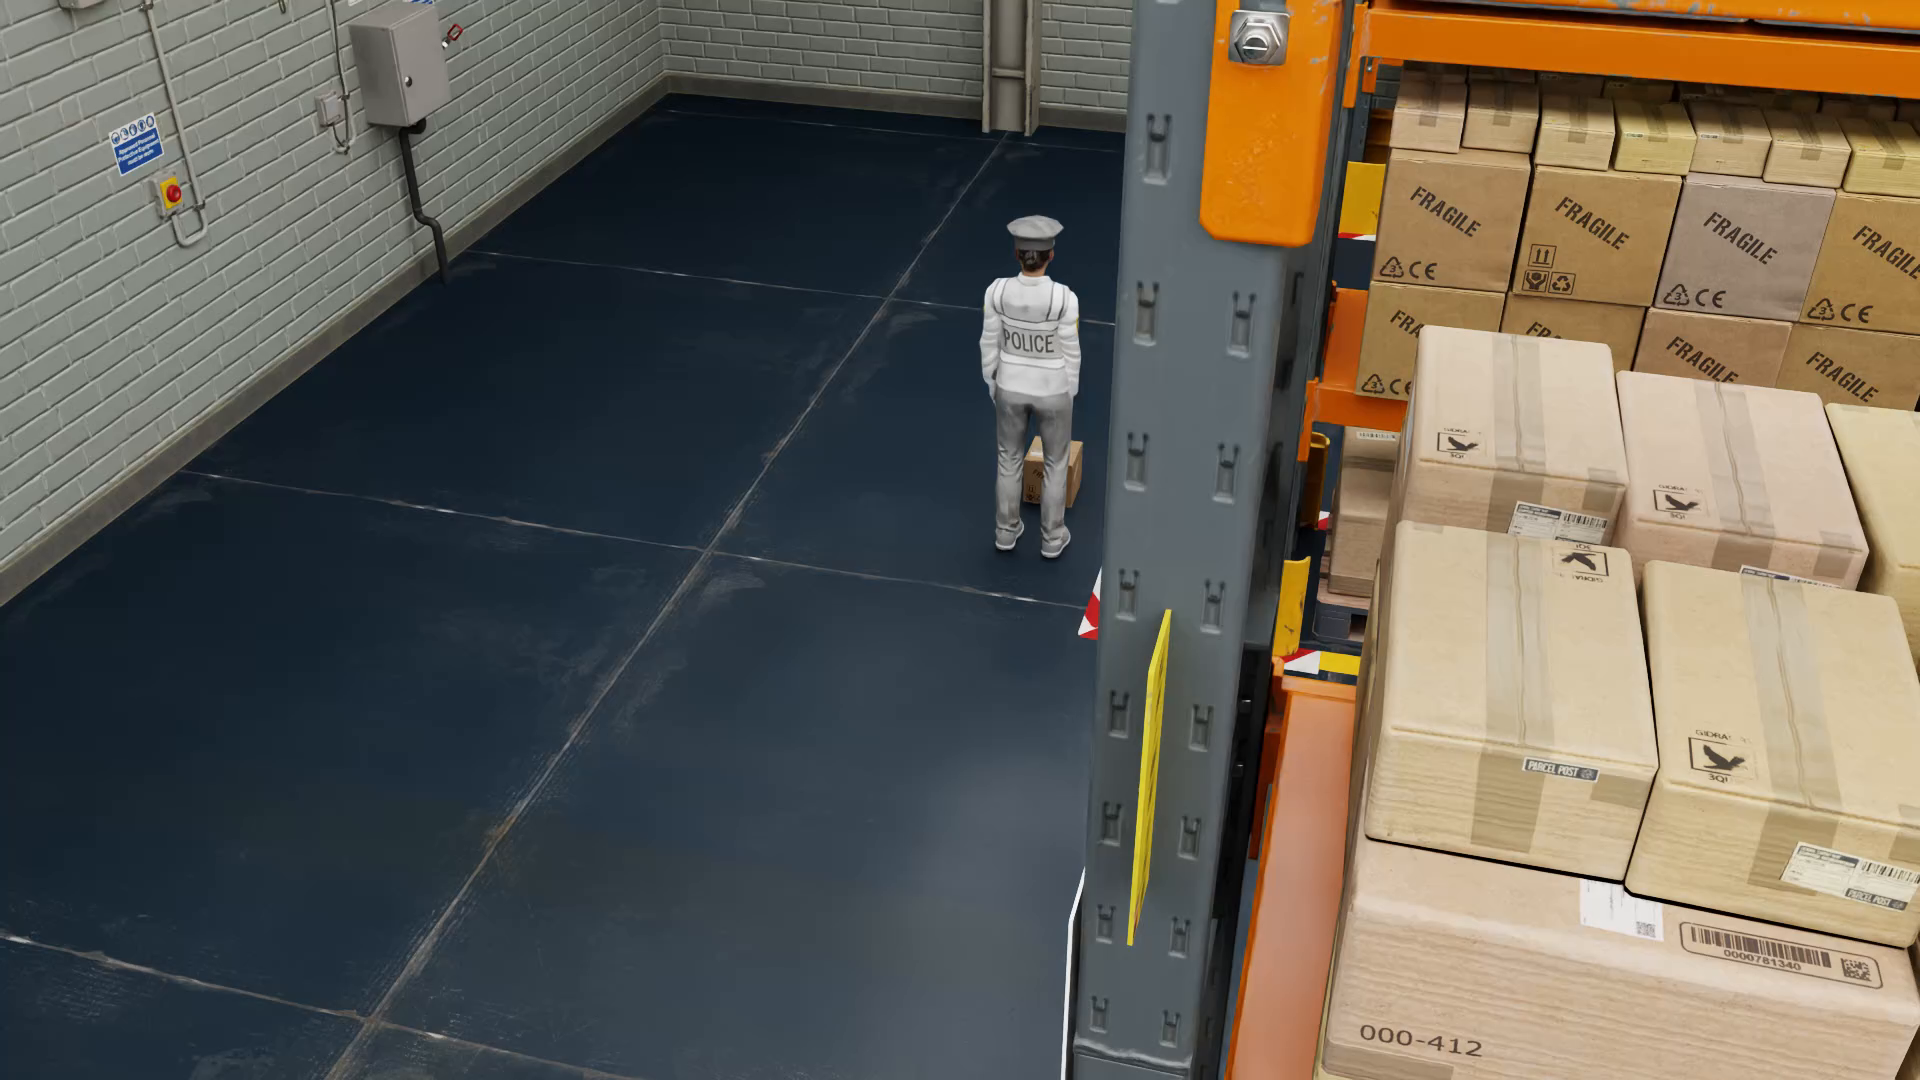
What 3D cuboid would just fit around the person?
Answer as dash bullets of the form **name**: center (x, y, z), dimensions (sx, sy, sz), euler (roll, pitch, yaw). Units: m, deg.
- **person**: center (0.326, -0.690, 7.710), dimensions (0.471, 1.664, 0.327), euler (9, 34, 13)
